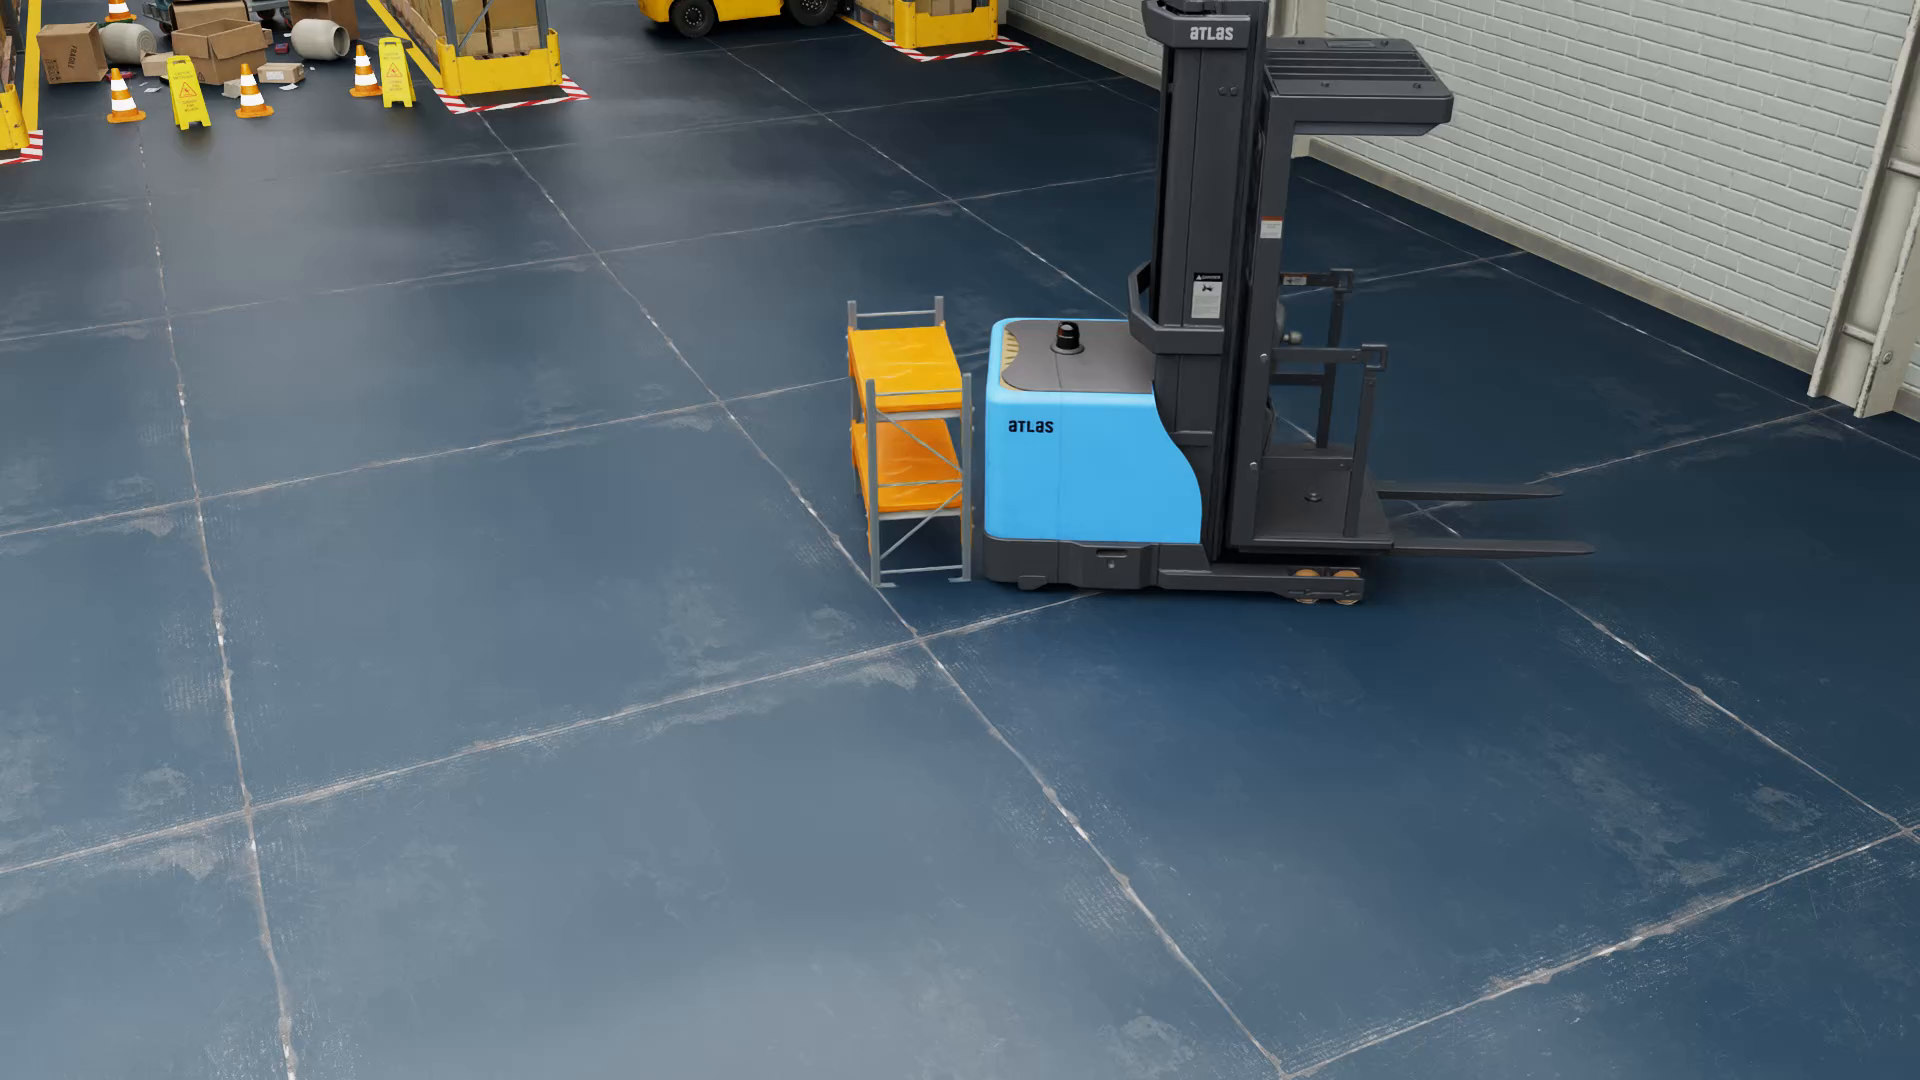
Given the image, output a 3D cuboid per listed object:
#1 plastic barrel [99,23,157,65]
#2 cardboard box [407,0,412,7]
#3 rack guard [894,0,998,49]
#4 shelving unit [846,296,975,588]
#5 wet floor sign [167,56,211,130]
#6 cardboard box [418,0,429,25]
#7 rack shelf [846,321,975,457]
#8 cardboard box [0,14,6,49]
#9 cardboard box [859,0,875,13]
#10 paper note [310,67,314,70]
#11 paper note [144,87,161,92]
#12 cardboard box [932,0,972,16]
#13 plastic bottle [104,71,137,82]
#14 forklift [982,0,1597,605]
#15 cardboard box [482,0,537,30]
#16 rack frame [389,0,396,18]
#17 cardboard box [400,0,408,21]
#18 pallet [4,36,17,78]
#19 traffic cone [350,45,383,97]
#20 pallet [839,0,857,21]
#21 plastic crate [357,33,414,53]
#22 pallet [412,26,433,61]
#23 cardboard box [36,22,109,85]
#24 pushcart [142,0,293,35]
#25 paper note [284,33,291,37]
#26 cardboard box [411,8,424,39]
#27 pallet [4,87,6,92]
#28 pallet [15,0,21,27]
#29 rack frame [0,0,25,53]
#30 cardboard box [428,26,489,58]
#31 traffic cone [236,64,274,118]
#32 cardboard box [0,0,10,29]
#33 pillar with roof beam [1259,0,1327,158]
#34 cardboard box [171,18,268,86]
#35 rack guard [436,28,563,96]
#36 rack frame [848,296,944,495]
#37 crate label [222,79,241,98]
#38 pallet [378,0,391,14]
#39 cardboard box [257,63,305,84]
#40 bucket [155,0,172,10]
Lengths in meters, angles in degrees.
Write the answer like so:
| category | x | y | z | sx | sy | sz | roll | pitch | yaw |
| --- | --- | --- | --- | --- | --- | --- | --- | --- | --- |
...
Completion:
| category | x | y | z | sx | sy | sz | roll | pitch | yaw |
| --- | --- | --- | --- | --- | --- | --- | --- | --- | --- |
| plastic barrel | -8.916 | -5.304 | 17.777 | 0.512 | 0.421 | 0.421 | 7 | 30 | 13 |
| cardboard box | -5.890 | -6.221 | 18.393 | 0.500 | 0.500 | 0.500 | -11 | 31 | -19 |
| rack guard | -0.152 | -5.867 | 18.702 | 1.175 | 0.500 | 0.348 | -13 | 32 | -22 |
| shelving unit | -0.265 | -0.520 | 8.528 | 0.538 | 1.125 | 1.048 | -4 | 30 | -7 |
| wet floor sign | -7.270 | -4.216 | 15.609 | 0.267 | 0.644 | 0.232 | -19 | 35 | -30 |
| cardboard box | -5.450 | -5.764 | 17.578 | 0.500 | 0.500 | 0.500 | -12 | 31 | -20 |
| rack shelf | -0.265 | -0.776 | 8.385 | 0.538 | 0.278 | 1.000 | -4 | 30 | -7 |
| cardboard box | -10.581 | -5.571 | 17.361 | 0.875 | 0.875 | 0.875 | -13 | 32 | -21 |
| cardboard box | -0.854 | -6.315 | 19.327 | 0.500 | 0.250 | 0.500 | -13 | 32 | -22 |
| paper note | -6.891 | -5.018 | 17.689 | 0.032 | 0.001 | 0.123 | -13 | 32 | -22 |
| paper note | -8.193 | -4.575 | 16.880 | 0.144 | 0.017 | 0.142 | -3 | 29 | -5 |
| cardboard box | -0.196 | -6.210 | 19.140 | 0.500 | 0.250 | 0.500 | -13 | 32 | -22 |
| plastic bottle | -8.730 | -4.829 | 17.299 | 0.133 | 0.061 | 0.283 | 26 | 38 | 38 |
| forklift | 1.644 | -1.229 | 7.944 | 3.031 | 2.935 | 1.130 | 1 | 29 | 3 |
| cardboard box | -4.751 | -5.660 | 17.392 | 0.500 | 0.500 | 0.500 | -14 | 32 | -24 |
| rack frame | -6.361 | -7.691 | 19.399 | 1.000 | 3.000 | 0.127 | -13 | 32 | -22 |
| cardboard box | -6.112 | -6.124 | 18.987 | 0.500 | 0.250 | 0.500 | -11 | 31 | -19 |
| pallet | -10.532 | -5.039 | 17.520 | 1.003 | 0.211 | 1.213 | -13 | 32 | -22 |
| traffic cone | -5.993 | -4.737 | 16.724 | 0.336 | 0.463 | 0.334 | -13 | 32 | -22 |
| pallet | -1.048 | -6.619 | 20.338 | 1.003 | 0.211 | 1.213 | -13 | 32 | -22 |
| plastic crate | -6.427 | -5.552 | 18.569 | 0.583 | 0.080 | 0.402 | 26 | 38 | 38 |
| pallet | -5.513 | -5.646 | 18.603 | 1.003 | 0.211 | 1.213 | -13 | 32 | -22 |
| cardboard box | -9.195 | -5.048 | 17.238 | 0.500 | 0.500 | 0.500 | -8 | 30 | -13 |
| pushcart | -8.399 | -6.047 | 19.147 | 0.936 | 0.377 | 1.648 | 26 | 38 | 38 |
| paper note | -7.674 | -5.804 | 19.069 | 0.148 | 0.019 | 0.142 | -13 | 32 | -22 |
| cardboard box | -5.679 | -5.669 | 18.175 | 0.500 | 0.250 | 0.500 | -14 | 32 | -24 |
| pallet | -9.485 | -3.961 | 15.598 | 1.003 | 0.211 | 1.213 | -13 | 32 | -22 |
| pallet | -11.715 | -6.256 | 19.690 | 1.003 | 0.211 | 1.213 | -13 | 32 | -22 |
| rack frame | -10.788 | -6.607 | 17.466 | 1.000 | 3.000 | 0.127 | -13 | 32 | -22 |
| cardboard box | -5.244 | -5.219 | 17.373 | 0.500 | 0.250 | 0.500 | -13 | 32 | -22 |
| traffic cone | -6.850 | -4.354 | 16.041 | 0.336 | 0.463 | 0.334 | -13 | 32 | -22 |
| cardboard box | -11.136 | -6.064 | 18.369 | 1.050 | 0.750 | 0.750 | -13 | 32 | -22 |
| pillar with roof beam | -0.959 | -6.527 | 11.190 | 9.100 | 9.000 | 0.400 | -13 | 32 | -22 |
| cardboard box | -7.684 | -5.080 | 17.294 | 0.637 | 0.503 | 0.797 | 13 | 32 | 21 |
| rack guard | -4.676 | -4.868 | 16.919 | 1.175 | 0.500 | 0.348 | -13 | 32 | -22 |
| rack frame | -0.336 | -0.767 | 8.967 | 0.500 | 1.125 | 0.032 | -4 | 30 | -7 |
| crate label | -7.243 | -4.546 | 16.717 | 0.298 | 0.136 | 0.250 | 19 | 34 | 30 |
| pallet | -6.696 | -6.819 | 20.694 | 1.003 | 0.211 | 1.213 | -13 | 32 | -22 |
| cardboard box | -7.030 | -4.835 | 17.221 | 0.380 | 0.149 | 0.250 | 2 | 29 | 4 |
| bucket | -8.647 | -6.266 | 18.651 | 0.726 | 0.611 | 0.620 | -3 | 19 | -5 |
